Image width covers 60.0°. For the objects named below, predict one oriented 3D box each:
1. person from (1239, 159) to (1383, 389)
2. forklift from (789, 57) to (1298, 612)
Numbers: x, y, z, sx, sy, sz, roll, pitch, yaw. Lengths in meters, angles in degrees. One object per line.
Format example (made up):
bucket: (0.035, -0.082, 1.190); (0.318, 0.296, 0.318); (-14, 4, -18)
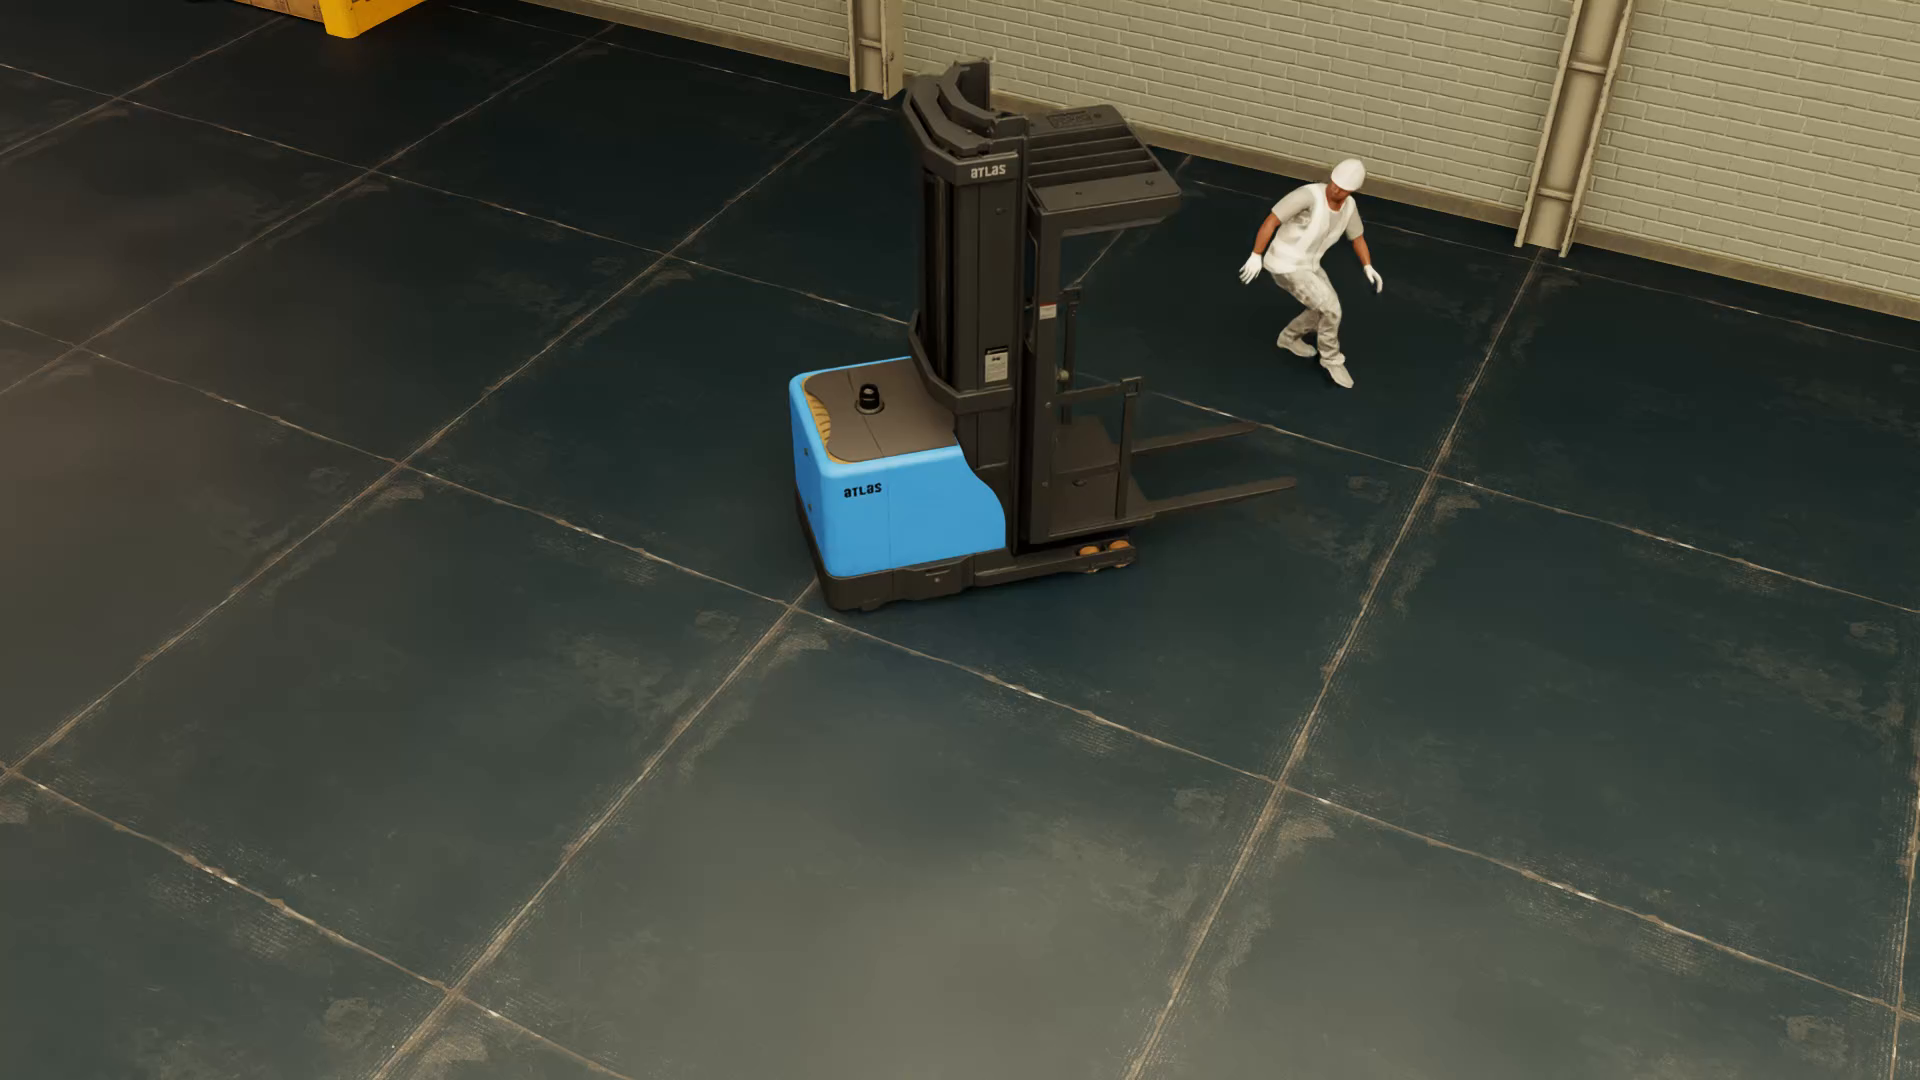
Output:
person: (2.416, -1.798, 11.190); (0.816, 1.576, 0.798); (31, 49, 31)
forklift: (0.558, -1.238, 9.456); (3.031, 2.935, 1.130); (-11, 41, -12)
